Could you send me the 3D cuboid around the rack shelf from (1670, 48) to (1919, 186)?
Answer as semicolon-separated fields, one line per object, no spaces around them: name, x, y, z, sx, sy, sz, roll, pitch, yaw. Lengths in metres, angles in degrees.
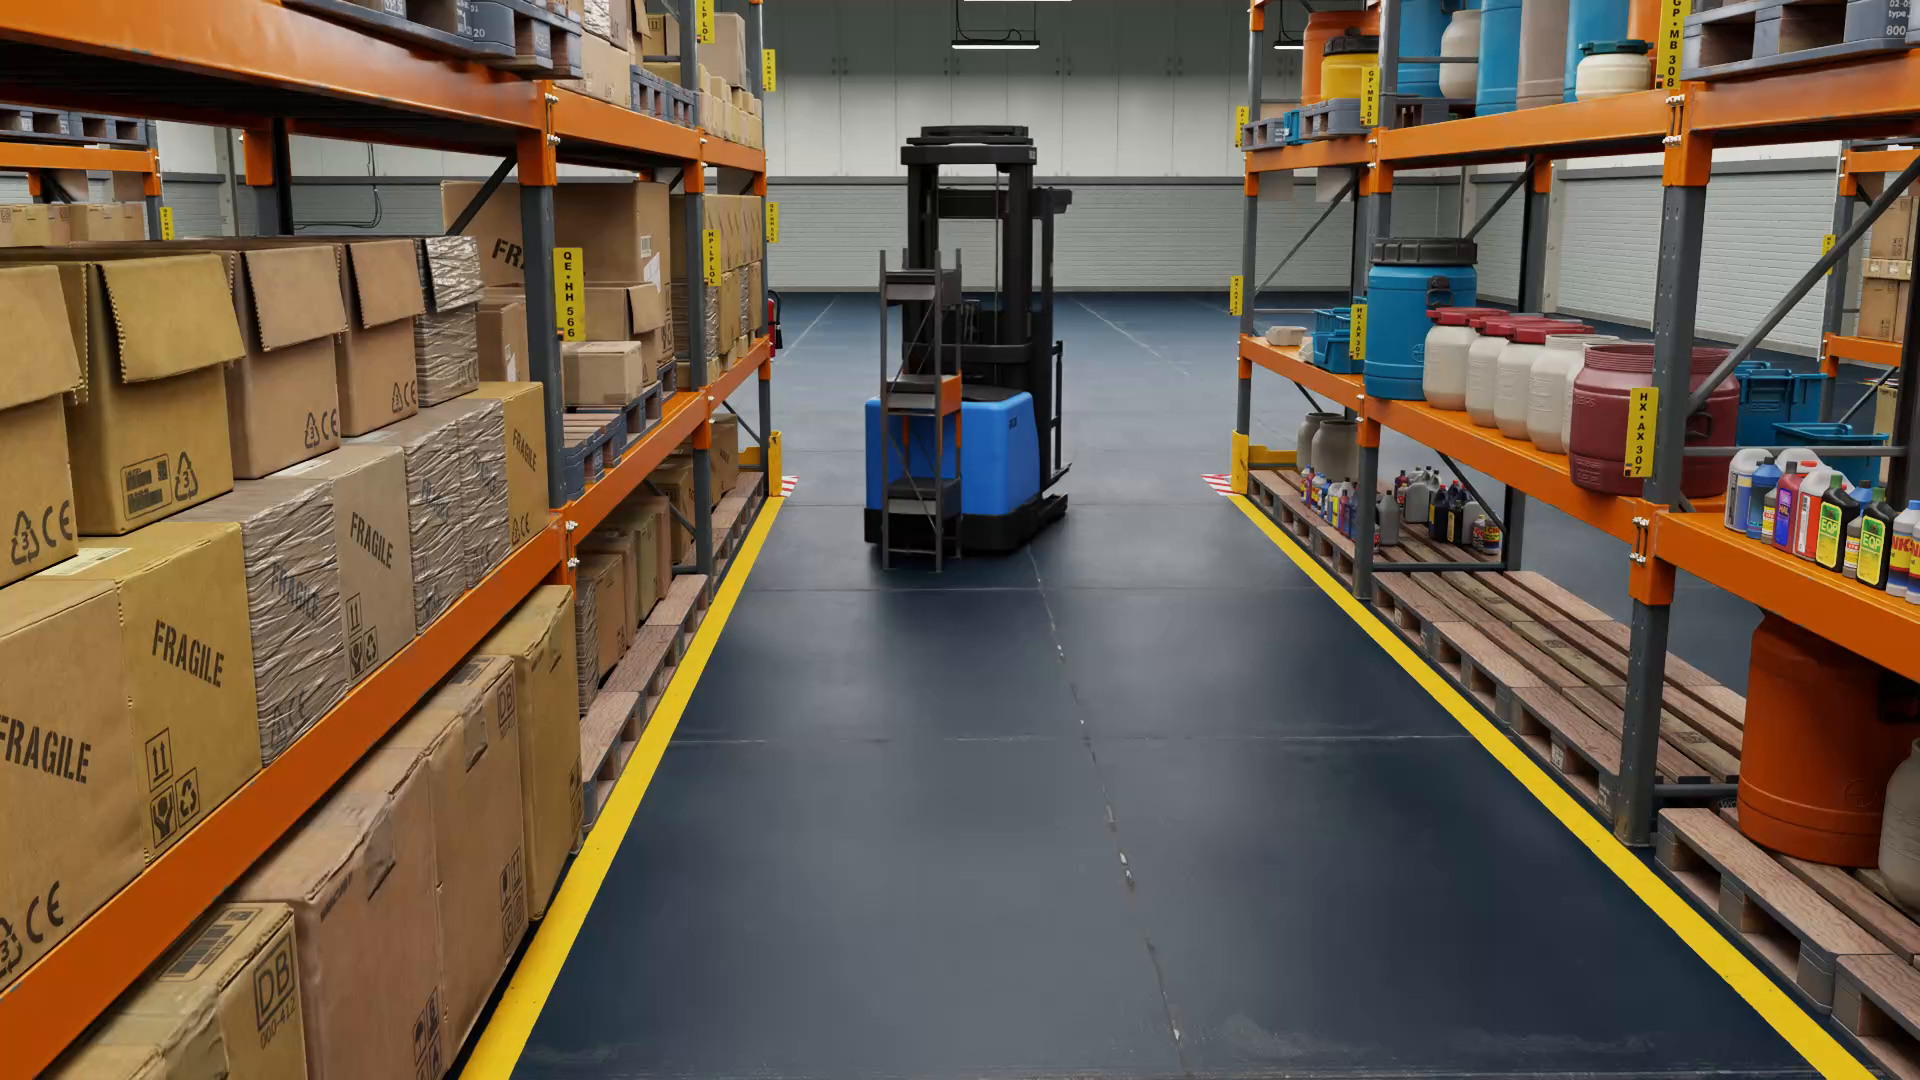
rack shelf;3.062;-1.034;3.878;1.077;0.370;4.000;0;11;-1

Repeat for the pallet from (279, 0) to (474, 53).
pallet;-1.839;-1.322;3.959;1.003;0.211;1.213;0;11;1

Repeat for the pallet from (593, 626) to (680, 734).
pallet;-1.968;0.675;8.200;1.003;0.211;1.213;0;11;-1

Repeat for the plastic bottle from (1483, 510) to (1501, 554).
plastic bottle;3.370;-0.053;10.533;0.097;0.271;0.097;0;11;0

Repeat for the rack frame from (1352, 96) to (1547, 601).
rack frame;2.938;-1.110;9.984;1.000;3.000;0.127;0;11;-1

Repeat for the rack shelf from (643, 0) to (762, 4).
rack shelf;-2.055;-4.073;11.319;1.077;0.370;4.000;0;11;-1

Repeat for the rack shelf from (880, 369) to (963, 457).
rack shelf;-0.253;-0.849;11.030;0.431;0.518;0.480;3;12;15

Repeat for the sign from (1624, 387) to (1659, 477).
sign;2.471;-0.391;6.030;0.100;0.325;0.005;0;11;-1

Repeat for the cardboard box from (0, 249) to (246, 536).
cardboard box;-1.873;-0.303;3.234;0.797;0.503;0.637;0;11;-1

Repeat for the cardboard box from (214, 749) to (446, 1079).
cardboard box;-1.901;1.032;3.717;1.225;0.875;0.875;-1;11;-3

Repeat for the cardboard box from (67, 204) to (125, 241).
cardboard box;-6.985;-2.304;12.778;0.875;0.550;0.550;0;11;-1

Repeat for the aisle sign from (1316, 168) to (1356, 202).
aisle sign;3.151;-3.194;13.721;0.394;0.787;0.004;0;11;-1

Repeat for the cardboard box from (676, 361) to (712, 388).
cardboard box;-1.718;-1.010;10.125;0.380;0.149;0.250;0;11;-1

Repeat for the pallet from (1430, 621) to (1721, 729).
pallet;3.021;0.656;8.294;1.003;0.211;1.213;0;11;-1

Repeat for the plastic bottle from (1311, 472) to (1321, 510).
plastic bottle;2.588;-0.353;12.012;0.097;0.271;0.097;0;11;0

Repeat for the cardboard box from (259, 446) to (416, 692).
cardboard box;-1.645;0.057;3.980;0.500;0.500;0.500;0;11;0

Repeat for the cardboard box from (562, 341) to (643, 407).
cardboard box;-1.736;-0.760;7.584;0.500;0.250;0.500;-1;11;-3

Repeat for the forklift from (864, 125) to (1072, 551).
forklift;0.216;-1.610;12.621;1.130;2.935;3.031;3;12;15

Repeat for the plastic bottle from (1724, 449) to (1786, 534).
plastic bottle;2.706;-0.166;5.646;0.152;0.276;0.135;0;11;-1

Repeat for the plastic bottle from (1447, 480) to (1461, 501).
plastic bottle;3.332;-0.227;11.188;0.144;0.351;0.185;-1;11;-4

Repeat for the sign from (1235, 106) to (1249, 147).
sign;2.305;-3.378;13.597;0.100;0.325;0.005;0;11;-1

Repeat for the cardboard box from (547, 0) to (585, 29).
cardboard box;-1.684;-2.153;6.072;0.500;0.500;0.500;0;11;-1

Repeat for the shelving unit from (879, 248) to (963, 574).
shelving unit;-0.253;-0.862;11.027;0.431;2.100;0.503;3;12;15

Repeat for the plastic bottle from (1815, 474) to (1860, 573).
plastic bottle;2.673;-0.051;5.060;0.061;0.283;0.133;0;11;-1

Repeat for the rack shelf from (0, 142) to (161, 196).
rack shelf;-7.016;-2.604;11.615;1.077;0.370;4.000;0;11;-1

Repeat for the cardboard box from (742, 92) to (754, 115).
cardboard box;-1.746;-3.266;12.446;0.380;0.149;0.250;0;11;-1

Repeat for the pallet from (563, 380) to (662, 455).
pallet;-2.013;-0.593;7.922;1.003;0.211;1.213;0;11;-1

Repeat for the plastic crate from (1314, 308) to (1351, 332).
plastic crate;3.165;-1.734;13.434;0.499;0.251;0.616;0;11;-1

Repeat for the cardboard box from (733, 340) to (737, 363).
cardboard box;-1.762;-1.308;11.595;0.380;0.149;0.250;0;11;-1

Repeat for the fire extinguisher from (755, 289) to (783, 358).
fire extinguisher;-1.638;-1.871;13.932;0.296;0.674;0.183;0;11;-1

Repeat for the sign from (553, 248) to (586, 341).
sign;-1.376;-0.864;5.864;0.100;0.325;0.005;0;11;-1

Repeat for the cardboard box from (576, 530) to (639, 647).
cardboard box;-2.020;0.248;8.471;0.700;0.500;0.500;-1;12;-6

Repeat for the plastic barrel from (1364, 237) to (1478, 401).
plastic barrel;2.643;-1.277;9.549;0.600;0.901;0.708;0;11;-1

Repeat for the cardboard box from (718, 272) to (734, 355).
cardboard box;-1.936;-1.473;10.777;0.875;0.500;0.500;0;11;-1

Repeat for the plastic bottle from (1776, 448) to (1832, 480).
plastic bottle;2.859;-0.167;5.650;0.152;0.276;0.135;0;11;-1

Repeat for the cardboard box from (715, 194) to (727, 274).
cardboard box;-1.781;-1.964;10.681;0.500;0.500;0.500;0;11;-1

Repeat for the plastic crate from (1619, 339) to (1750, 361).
plastic crate;3.293;-0.668;7.648;0.402;0.464;0.583;0;11;-1

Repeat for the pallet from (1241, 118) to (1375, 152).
pallet;2.775;-3.117;12.811;1.003;0.211;1.213;0;11;-1

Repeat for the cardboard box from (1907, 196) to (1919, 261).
cardboard box;7.822;-2.401;12.836;0.700;0.500;0.500;-1;11;-3

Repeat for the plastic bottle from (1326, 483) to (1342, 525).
plastic bottle;2.627;-0.252;11.500;0.152;0.276;0.135;0;11;0

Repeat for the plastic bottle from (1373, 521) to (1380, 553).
plastic bottle;2.619;-0.025;10.568;0.097;0.201;0.097;0;11;0

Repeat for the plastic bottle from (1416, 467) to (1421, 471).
plastic bottle;3.352;-0.403;12.225;0.061;0.283;0.133;0;11;0

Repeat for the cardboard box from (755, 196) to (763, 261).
cardboard box;-1.838;-2.461;13.130;0.500;0.500;0.500;0;11;-1

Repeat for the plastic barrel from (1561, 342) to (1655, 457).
plastic barrel;2.786;-0.573;7.057;0.421;0.512;0.421;0;11;0

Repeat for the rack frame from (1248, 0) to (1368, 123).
rack frame;2.855;-4.845;13.307;1.000;3.000;0.127;0;11;-1

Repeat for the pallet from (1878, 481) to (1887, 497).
pallet;7.865;-0.406;13.529;1.003;0.211;1.213;0;11;-1

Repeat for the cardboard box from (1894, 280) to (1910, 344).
cardboard box;7.820;-1.776;13.018;0.700;0.500;0.500;0;11;0

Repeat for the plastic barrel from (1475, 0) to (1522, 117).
plastic barrel;3.166;-2.725;9.142;0.600;0.901;0.708;0;11;-1

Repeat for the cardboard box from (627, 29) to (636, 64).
cardboard box;-1.894;-2.513;8.638;0.396;0.266;0.258;0;11;1

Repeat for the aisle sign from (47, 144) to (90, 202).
aisle sign;-7.359;-3.171;13.606;0.394;0.787;0.004;0;11;-1

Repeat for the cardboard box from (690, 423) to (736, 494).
cardboard box;-2.054;-0.622;12.813;0.500;0.500;0.500;3;12;14

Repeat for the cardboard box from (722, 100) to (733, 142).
cardboard box;-1.783;-2.780;11.052;0.500;0.250;0.500;-1;11;-3

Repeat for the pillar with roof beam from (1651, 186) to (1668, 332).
pillar with roof beam;8.964;-8.310;30.389;9.100;9.000;0.548;0;11;-1

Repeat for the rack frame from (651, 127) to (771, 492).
rack frame;-2.096;-1.884;13.803;1.000;3.000;0.127;0;11;-1

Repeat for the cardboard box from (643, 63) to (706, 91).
cardboard box;-1.712;-2.747;9.885;0.380;0.149;0.250;-1;11;-3

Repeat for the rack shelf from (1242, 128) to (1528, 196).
rack shelf;2.897;-2.625;11.717;1.077;0.370;4.000;0;11;-1

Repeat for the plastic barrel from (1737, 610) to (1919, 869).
plastic barrel;3.048;0.641;5.760;0.600;0.830;0.708;0;11;-1

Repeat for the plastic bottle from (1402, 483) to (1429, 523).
plastic bottle;3.176;-0.269;11.584;0.152;0.276;0.135;0;11;-1
